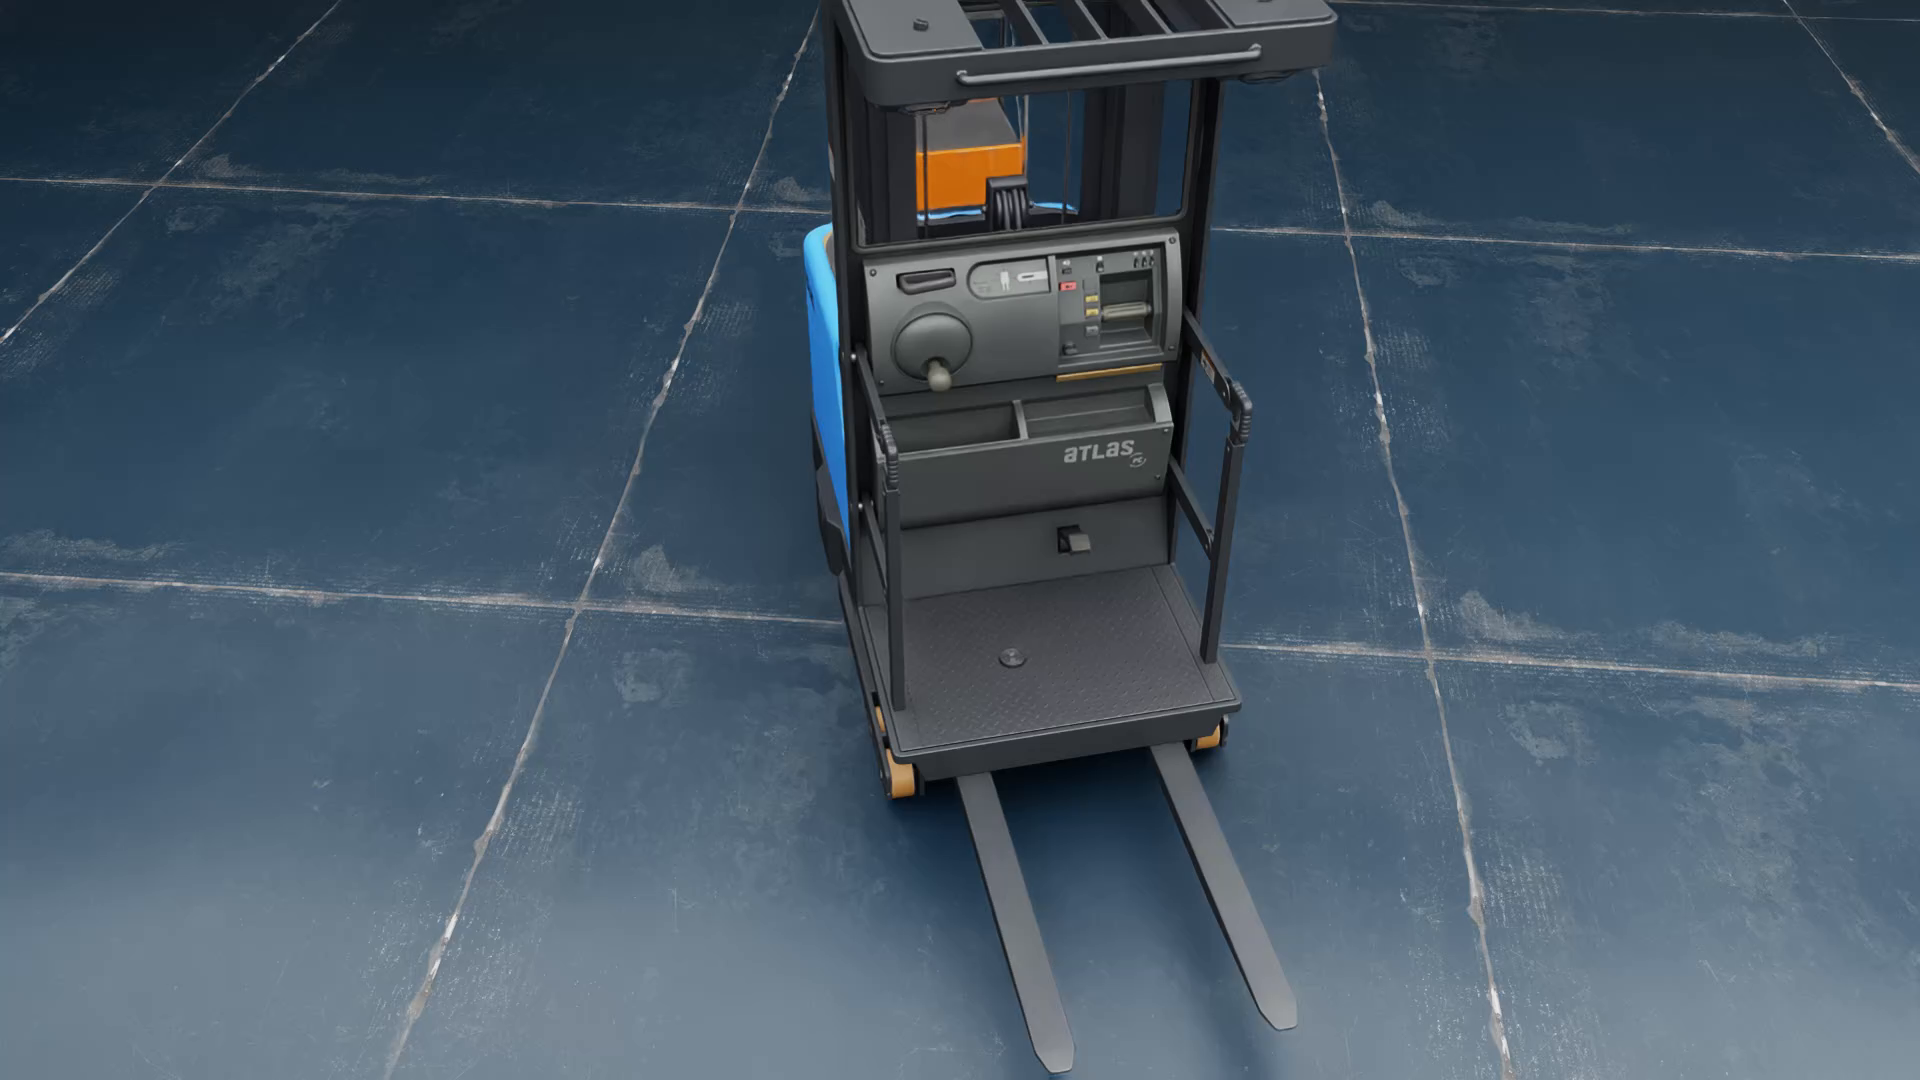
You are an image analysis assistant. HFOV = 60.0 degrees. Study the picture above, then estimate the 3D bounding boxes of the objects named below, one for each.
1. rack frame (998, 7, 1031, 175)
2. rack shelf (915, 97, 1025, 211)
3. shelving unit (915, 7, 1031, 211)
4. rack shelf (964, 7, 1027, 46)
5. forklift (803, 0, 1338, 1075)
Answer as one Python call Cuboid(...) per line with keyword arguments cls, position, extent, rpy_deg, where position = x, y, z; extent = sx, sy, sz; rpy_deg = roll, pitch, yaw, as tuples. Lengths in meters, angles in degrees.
Cuboid(cls="rack frame", position=(0.195, -1.393, 6.299), extent=(0.015, 2.100, 0.400), rpy_deg=(-8, 40, -9))
Cuboid(cls="rack shelf", position=(-0.044, -1.350, 6.267), extent=(0.480, 0.518, 0.431), rpy_deg=(-8, 40, -9))
Cuboid(cls="shelving unit", position=(-0.044, -1.361, 6.259), extent=(0.503, 2.100, 0.431), rpy_deg=(-8, 40, -9))
Cuboid(cls="rack shelf", position=(-0.044, -1.893, 5.825), extent=(0.480, 0.518, 0.431), rpy_deg=(-8, 40, -9))
Cuboid(cls="forklift", position=(0.238, -0.585, 4.646), extent=(1.130, 2.935, 3.031), rpy_deg=(-8, 40, -9))
